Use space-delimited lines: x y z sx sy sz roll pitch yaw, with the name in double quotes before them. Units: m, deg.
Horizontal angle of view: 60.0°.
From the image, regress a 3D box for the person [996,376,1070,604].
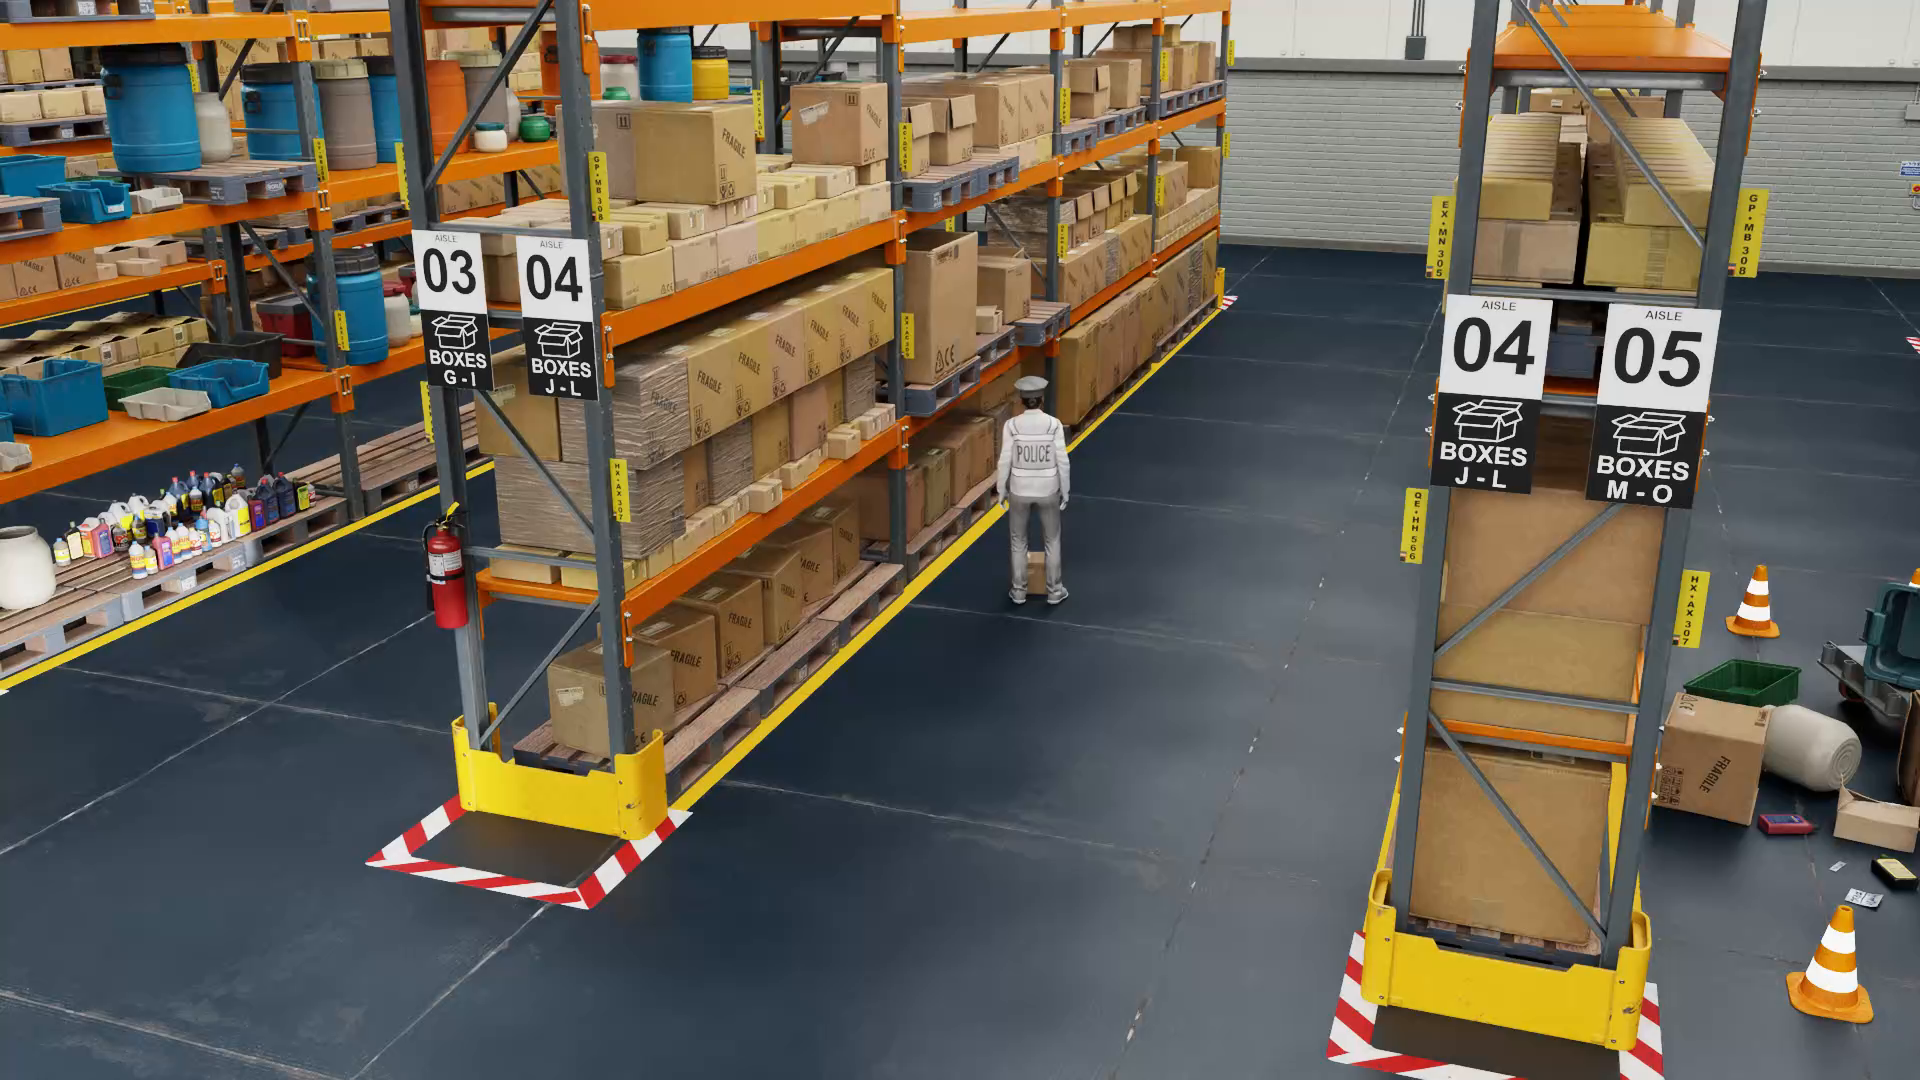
"person" 0.533 -0.342 12.063 0.540 1.662 0.374 1 19 2
